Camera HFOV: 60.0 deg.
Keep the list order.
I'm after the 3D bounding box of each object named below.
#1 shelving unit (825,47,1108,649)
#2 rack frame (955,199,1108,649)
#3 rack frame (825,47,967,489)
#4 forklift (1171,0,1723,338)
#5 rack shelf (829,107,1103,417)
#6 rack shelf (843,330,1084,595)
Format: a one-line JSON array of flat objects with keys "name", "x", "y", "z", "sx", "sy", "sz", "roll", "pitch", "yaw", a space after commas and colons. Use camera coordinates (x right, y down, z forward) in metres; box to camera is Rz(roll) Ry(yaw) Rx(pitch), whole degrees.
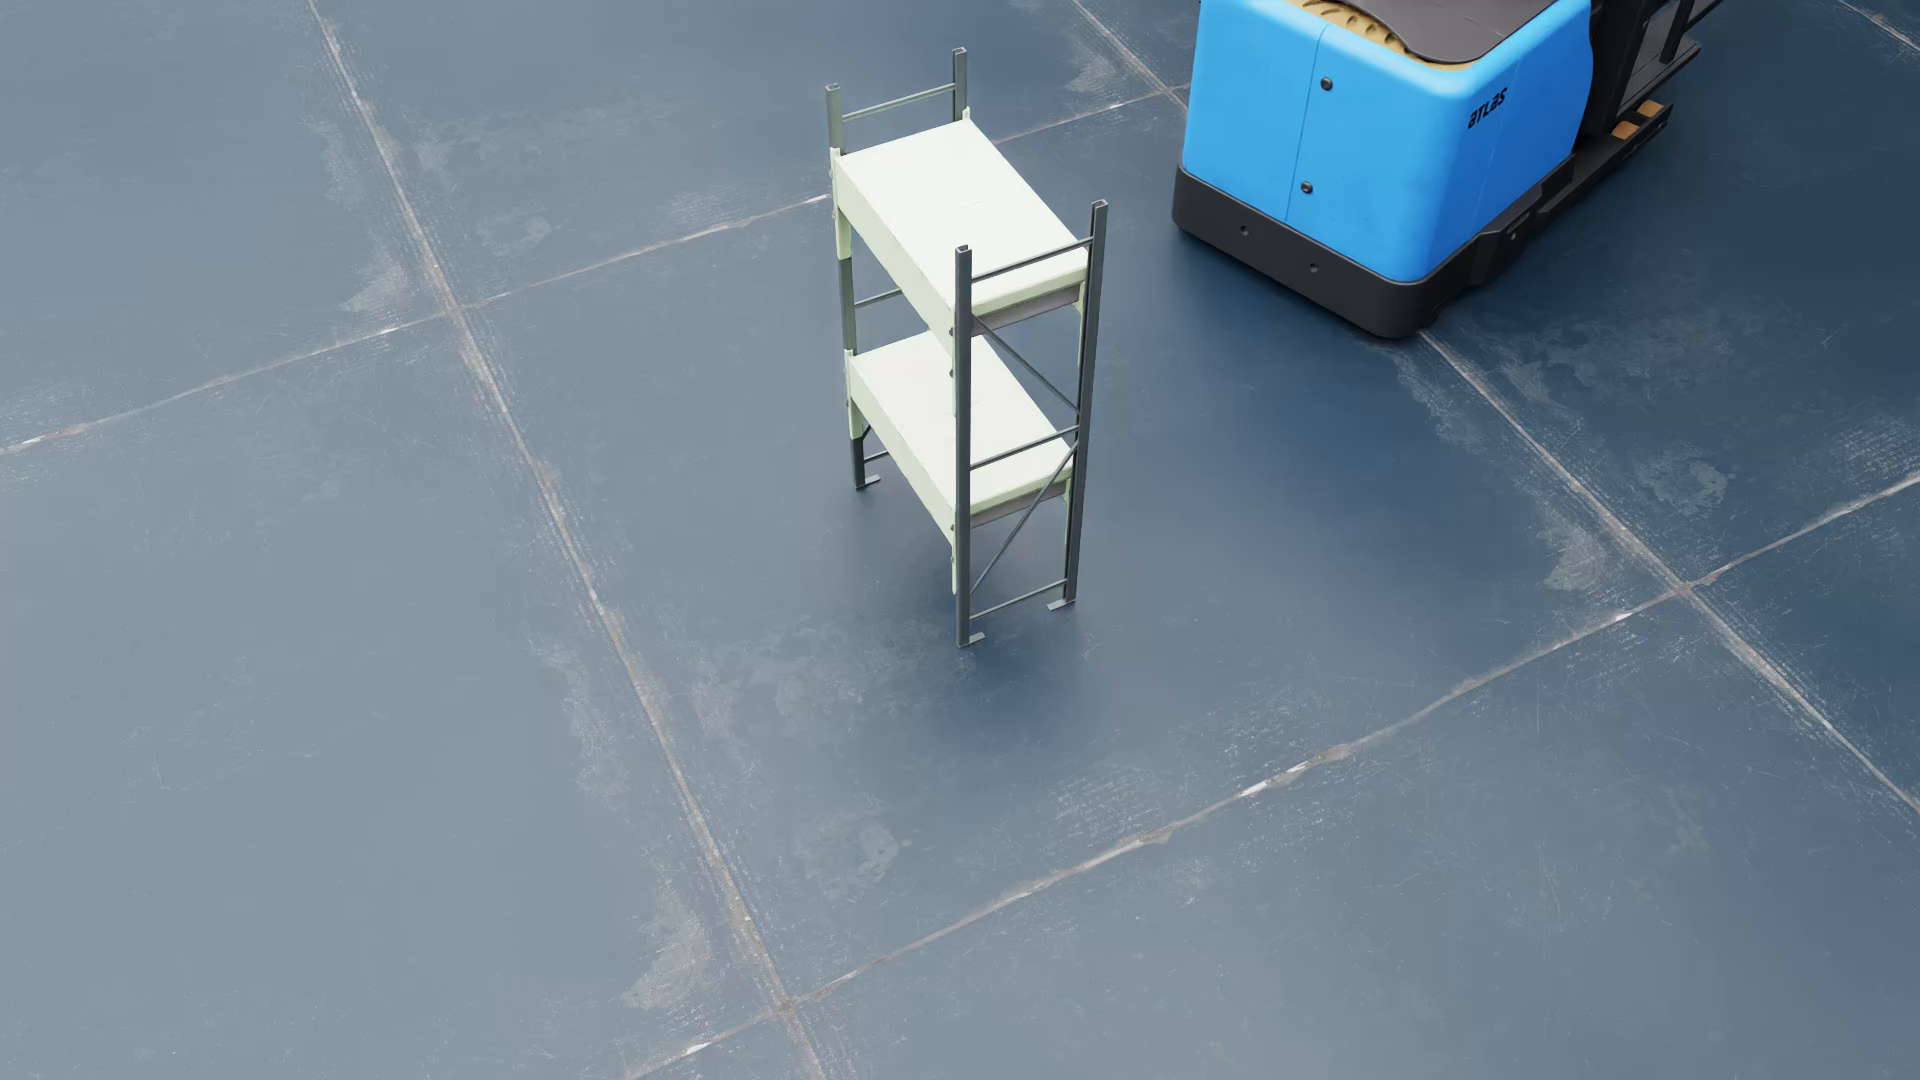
[{"name": "shelving unit", "x": 0.003, "y": -0.489, "z": 4.682, "sx": 0.431, "sy": 1.500, "sz": 0.755, "roll": -21, "pitch": 52, "yaw": -18}, {"name": "rack frame", "x": 0.171, "y": -0.244, "z": 4.467, "sx": 0.400, "sy": 1.500, "sz": 0.023, "roll": -21, "pitch": 52, "yaw": -18}, {"name": "rack frame", "x": -0.164, "y": -0.734, "z": 4.896, "sx": 0.400, "sy": 1.500, "sz": 0.023, "roll": -21, "pitch": 52, "yaw": -18}, {"name": "forklift", "x": 2.170, "y": -2.680, "z": 5.647, "sx": 1.130, "sy": 2.935, "sz": 3.031, "roll": 36, "pitch": 58, "yaw": 27}, {"name": "rack shelf", "x": 0.003, "y": -0.746, "z": 4.388, "sx": 0.431, "sy": 0.370, "sz": 0.720, "roll": -21, "pitch": 52, "yaw": -18}, {"name": "rack shelf", "x": 0.003, "y": -0.275, "z": 4.927, "sx": 0.431, "sy": 0.370, "sz": 0.720, "roll": -21, "pitch": 52, "yaw": -18}]
